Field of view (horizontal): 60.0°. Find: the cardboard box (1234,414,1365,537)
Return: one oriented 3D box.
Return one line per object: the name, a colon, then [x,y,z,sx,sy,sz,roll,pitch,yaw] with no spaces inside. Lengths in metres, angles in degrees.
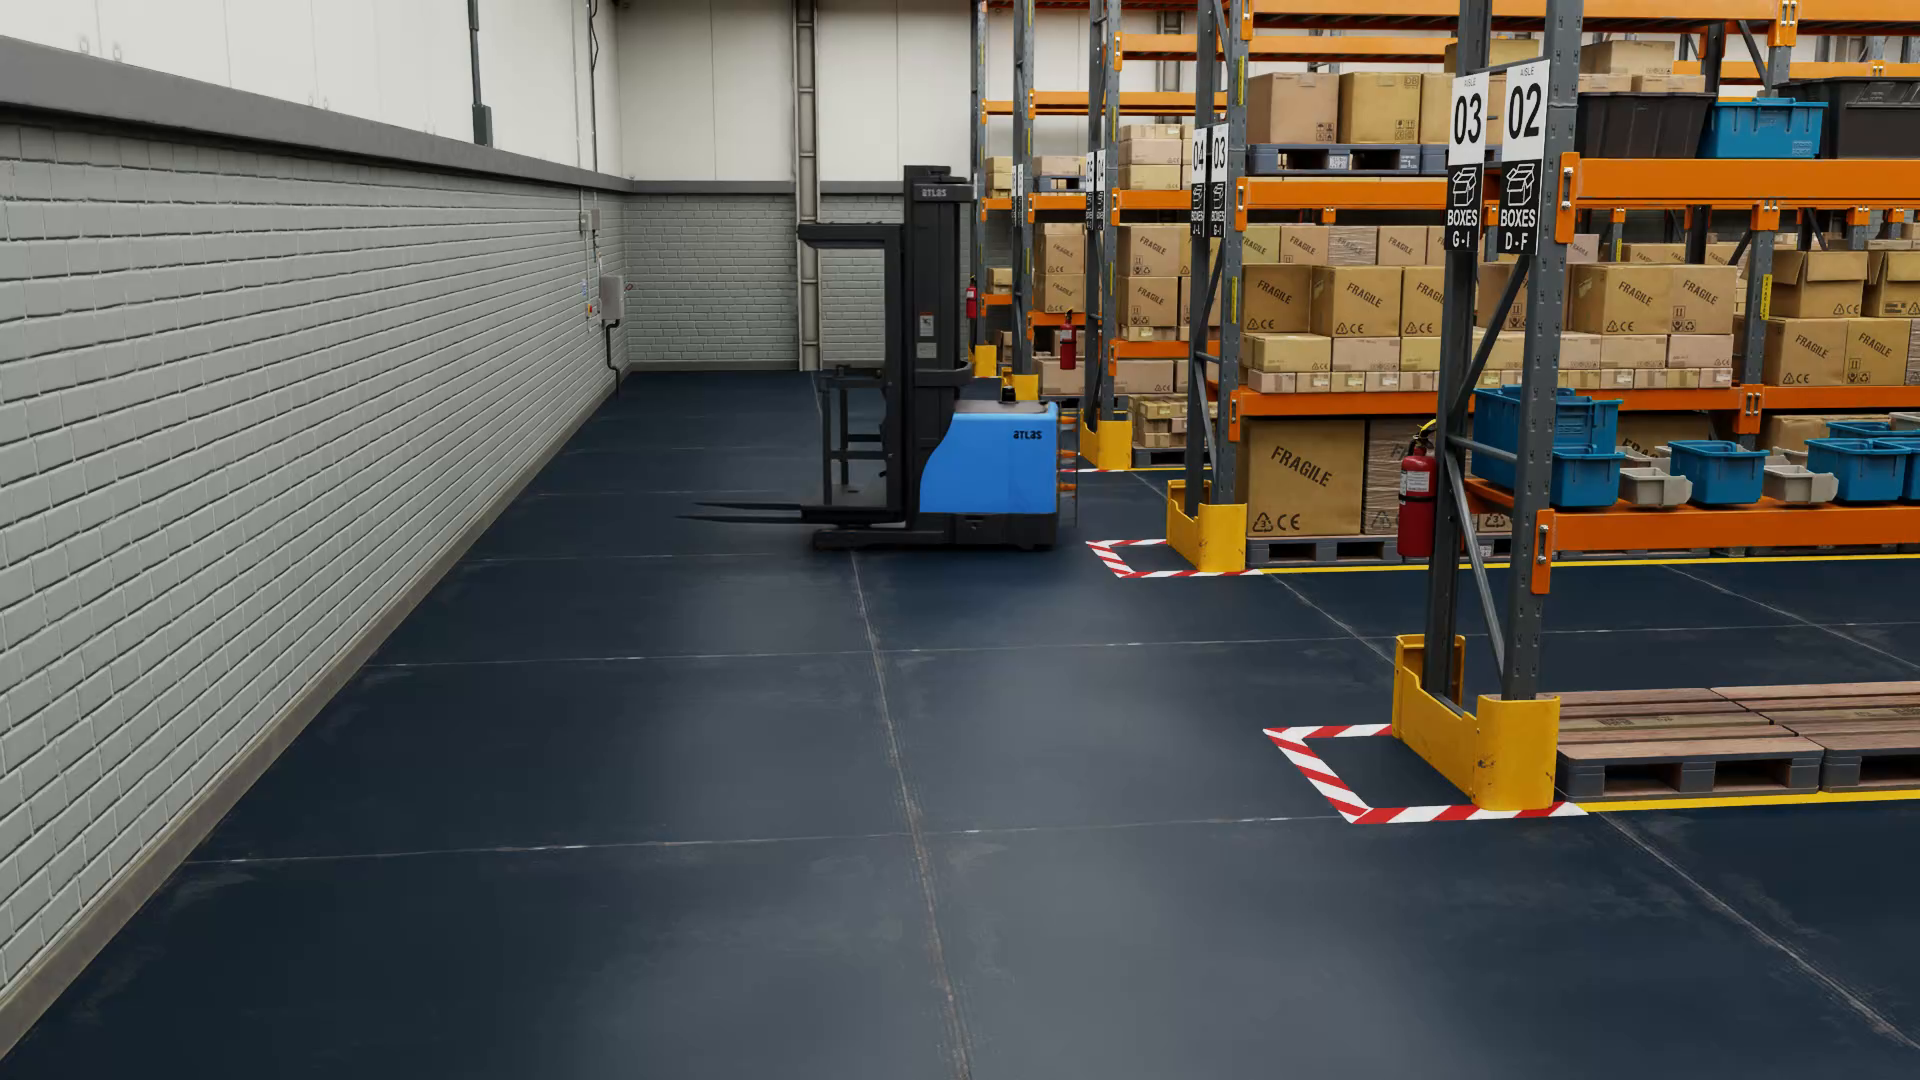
cardboard box: [2.519,-0.539,12.754,0.875,0.875,0.875,-1,11,-6]

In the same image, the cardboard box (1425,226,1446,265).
cardboard box: [4.995,-3.008,17.268,0.500,0.500,0.500,-2,11,-8]

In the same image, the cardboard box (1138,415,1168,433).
cardboard box: [2.005,-1.215,17.303,0.250,0.149,0.380,-1,11,-4]

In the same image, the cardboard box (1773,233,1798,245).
cardboard box: [11.362,-4.137,22.834,0.250,0.149,0.380,-2,11,-9]

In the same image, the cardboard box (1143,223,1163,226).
cardboard box: [2.495,-4.084,21.832,0.250,0.149,0.380,-1,11,-6]

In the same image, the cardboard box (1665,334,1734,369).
cardboard box: [5.457,-1.443,12.550,0.500,0.250,0.500,-1,11,-7]

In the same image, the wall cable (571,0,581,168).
wall cable: [-4.804,-6.019,20.654,0.029,3.000,0.463,-1,11,-6]

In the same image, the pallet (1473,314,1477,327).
pallet: [6.208,-2.277,17.674,1.213,0.211,1.003,-1,11,-6]

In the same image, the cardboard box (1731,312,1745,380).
cardboard box: [6.303,-1.541,13.173,0.500,0.500,0.500,-1,11,-6]

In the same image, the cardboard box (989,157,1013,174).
cardboard box: [0.750,-5.950,26.402,0.500,0.250,0.500,-1,11,-7]

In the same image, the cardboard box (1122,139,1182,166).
cardboard box: [1.930,-3.903,16.763,0.500,0.250,0.500,-1,11,-5]

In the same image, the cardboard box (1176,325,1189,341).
cardboard box: [2.335,-2.129,17.075,0.250,0.149,0.380,-2,11,-8]

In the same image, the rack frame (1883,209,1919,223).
rack frame: [16.188,-4.533,28.647,0.127,3.000,1.000,-1,11,-6]

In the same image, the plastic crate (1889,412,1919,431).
plastic crate: [4.865,-0.455,8.059,0.530,0.282,0.437,-1,11,-6]

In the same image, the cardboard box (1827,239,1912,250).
cardboard box: [9.857,-3.014,18.072,0.500,0.500,0.700,-1,11,-6]

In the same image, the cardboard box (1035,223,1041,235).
cardboard box: [1.156,-4.151,22.175,0.250,0.149,0.380,-1,11,-5]

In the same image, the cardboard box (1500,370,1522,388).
cardboard box: [4.069,-1.206,12.377,0.250,0.149,0.380,-1,11,-5]

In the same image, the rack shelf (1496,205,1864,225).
rack shelf: [7.421,-3.544,17.708,4.000,0.370,1.077,-1,11,-6]

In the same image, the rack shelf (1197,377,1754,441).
rack shelf: [3.879,-1.036,12.725,4.000,0.370,1.077,-1,11,-6]

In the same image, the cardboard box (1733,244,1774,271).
cardboard box: [10.789,-3.814,22.871,0.500,0.500,0.500,-2,11,-8]

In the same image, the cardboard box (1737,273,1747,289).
cardboard box: [8.196,-2.727,17.483,0.250,0.149,0.380,-1,11,-4]

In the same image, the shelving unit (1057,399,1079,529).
shelving unit: [0.831,-0.638,13.892,0.215,1.050,0.252,-7,13,-33]

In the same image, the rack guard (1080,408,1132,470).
rack guard: [1.532,-1.075,17.542,0.348,0.500,1.175,-1,11,-6]

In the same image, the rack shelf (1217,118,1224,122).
rack shelf: [6.246,-6.719,27.117,4.000,0.370,1.077,-1,11,-6]

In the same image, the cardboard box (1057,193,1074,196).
cardboard box: [1.656,-5.515,26.518,0.250,0.149,0.380,-1,11,-6]

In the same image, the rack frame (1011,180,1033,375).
rack frame: [0.821,-3.247,22.110,0.127,3.000,1.000,-1,11,-6]

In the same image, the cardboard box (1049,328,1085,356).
cardboard box: [1.754,-3.184,27.177,0.500,0.500,0.700,-1,11,-4]

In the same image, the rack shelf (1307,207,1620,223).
rack shelf: [6.786,-4.491,22.526,4.000,0.370,1.077,-1,11,-6]

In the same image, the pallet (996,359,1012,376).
pallet: [1.149,-2.849,27.314,1.213,0.211,1.003,-1,11,-6]

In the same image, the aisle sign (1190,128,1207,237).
aisle sign: [1.787,-2.679,12.478,0.004,0.787,0.394,-1,11,-6]

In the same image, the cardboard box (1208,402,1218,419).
cardboard box: [2.539,-1.355,17.242,0.250,0.149,0.380,-1,11,-6]

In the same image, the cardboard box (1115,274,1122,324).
cardboard box: [1.875,-2.554,17.553,0.500,0.500,0.500,-1,11,-5]

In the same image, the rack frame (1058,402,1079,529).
rack frame: [0.899,-0.619,13.793,0.200,1.050,0.008,-7,13,-33]

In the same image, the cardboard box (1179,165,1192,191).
cardboard box: [2.454,-3.669,16.867,0.500,0.250,0.500,-1,11,-4]

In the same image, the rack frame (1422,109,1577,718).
rack frame: [2.426,-0.397,7.612,0.127,3.000,1.000,-1,11,-6]

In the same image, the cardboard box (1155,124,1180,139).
cardboard box: [2.058,-4.104,16.753,0.250,0.149,0.380,-1,11,-4]

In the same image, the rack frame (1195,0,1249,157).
rack frame: [1.891,-4.291,11.865,0.127,3.000,1.000,-1,11,-6]

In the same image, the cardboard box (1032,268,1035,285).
cardboard box: [1.263,-4.240,26.777,0.500,0.250,0.500,-1,11,-5]

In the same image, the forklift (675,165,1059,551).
forklift: [-0.729,-1.452,13.158,3.031,2.935,1.130,1,11,4]

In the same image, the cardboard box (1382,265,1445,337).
cardboard box: [3.409,-1.768,12.258,0.500,0.500,0.500,-2,11,-8]

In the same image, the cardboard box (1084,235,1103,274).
cardboard box: [1.842,-3.755,21.839,0.500,0.500,0.500,-2,11,-8]

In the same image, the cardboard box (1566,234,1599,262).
cardboard box: [8.288,-3.893,22.542,0.500,0.500,0.500,-2,11,-8]

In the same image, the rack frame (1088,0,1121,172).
rack frame: [1.456,-5.244,16.714,0.127,3.000,1.000,-1,11,-6]

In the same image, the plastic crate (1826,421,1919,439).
plastic crate: [4.440,-0.436,8.090,0.300,0.233,0.416,-1,11,-6]

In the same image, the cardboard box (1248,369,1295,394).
cardboard box: [2.280,-1.168,12.183,0.250,0.149,0.380,-1,11,-5]

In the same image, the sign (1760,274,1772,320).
sign: [5.929,-1.787,12.235,0.005,0.325,0.100,-1,11,-6]

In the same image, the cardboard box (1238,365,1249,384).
cardboard box: [2.210,-1.294,12.826,0.250,0.149,0.380,-1,11,-5]

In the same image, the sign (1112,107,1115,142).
sign: [1.515,-4.097,16.389,0.005,0.325,0.100,-1,11,-6]

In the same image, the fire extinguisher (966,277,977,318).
fire extinguisher: [0.185,-3.887,26.529,0.183,0.674,0.296,-1,11,-6]

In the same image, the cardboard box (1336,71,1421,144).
cardboard box: [2.975,-3.133,12.144,0.500,0.500,0.700,-2,11,-8]
